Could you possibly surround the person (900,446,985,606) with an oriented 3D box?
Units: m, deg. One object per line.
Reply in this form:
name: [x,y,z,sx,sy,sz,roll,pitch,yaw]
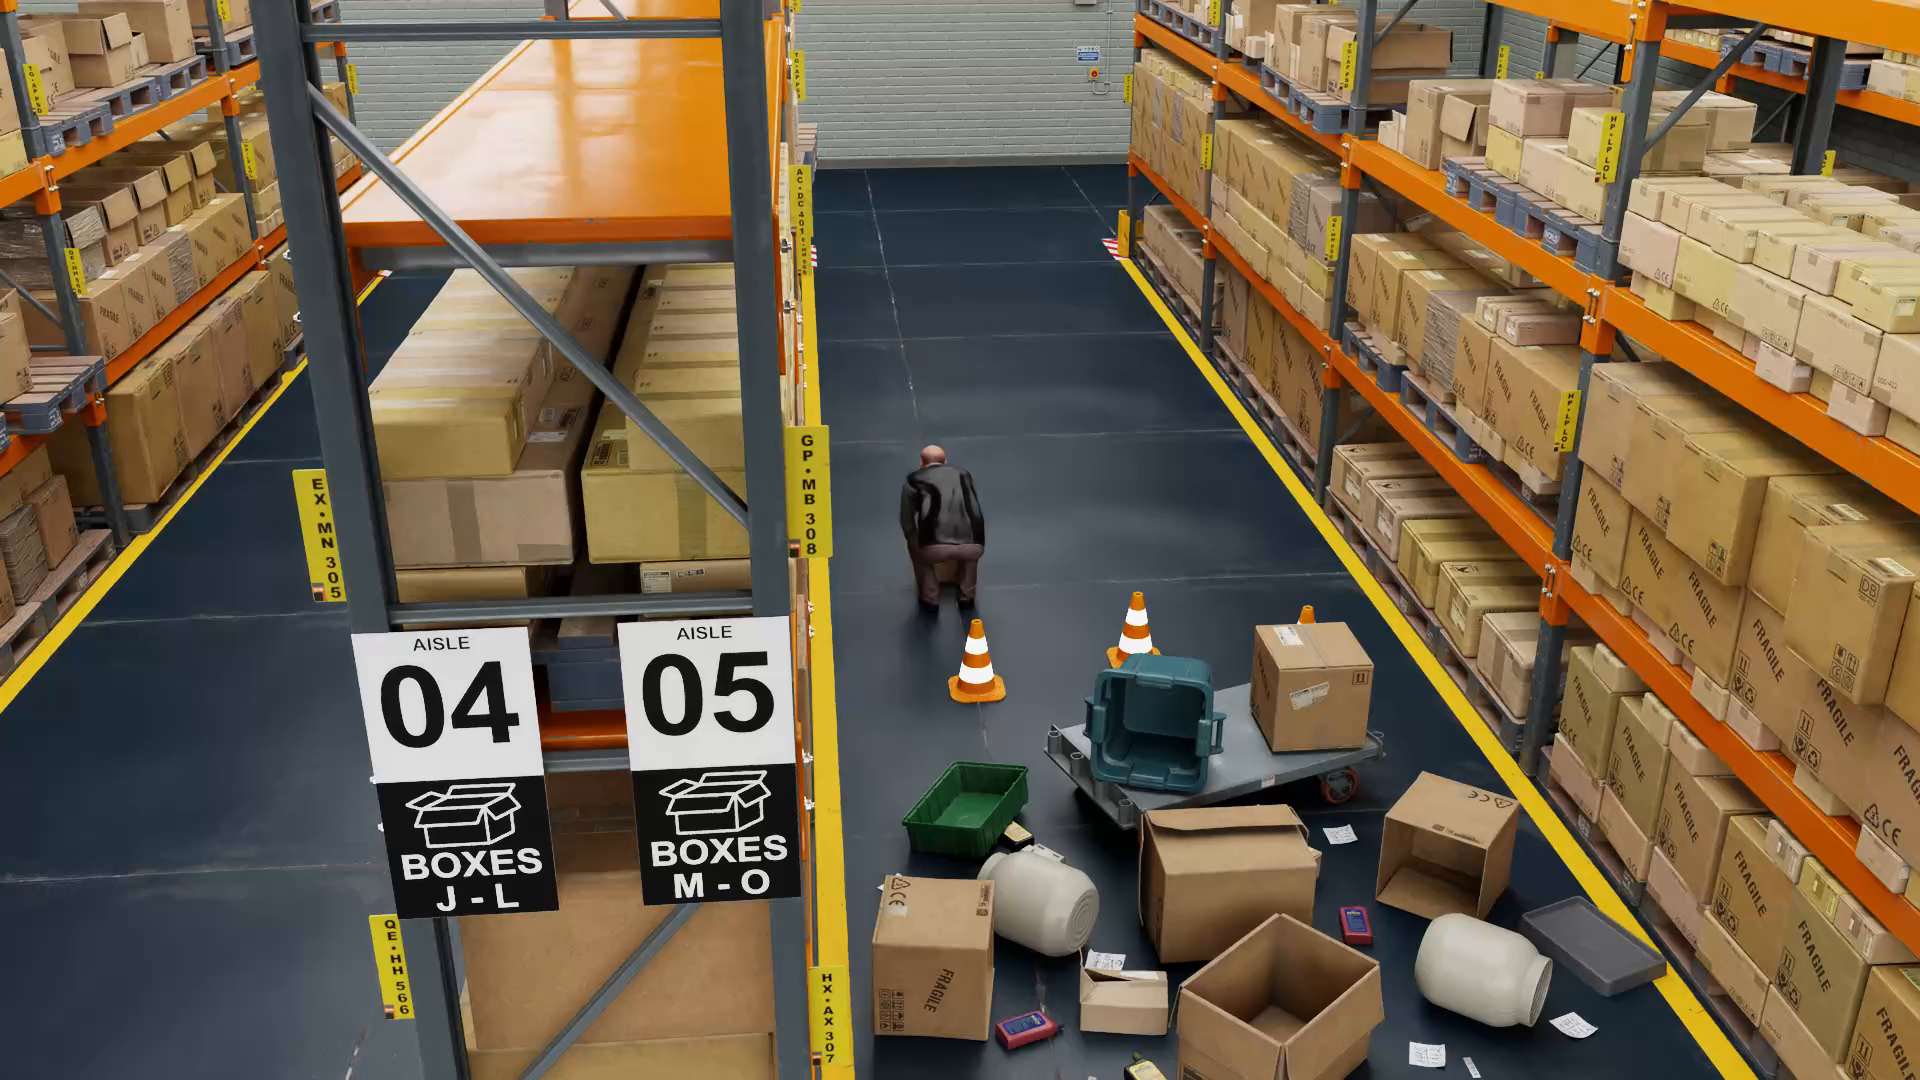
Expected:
person: [-0.124,-0.082,11.174,0.541,0.926,0.859,-2,24,-5]
